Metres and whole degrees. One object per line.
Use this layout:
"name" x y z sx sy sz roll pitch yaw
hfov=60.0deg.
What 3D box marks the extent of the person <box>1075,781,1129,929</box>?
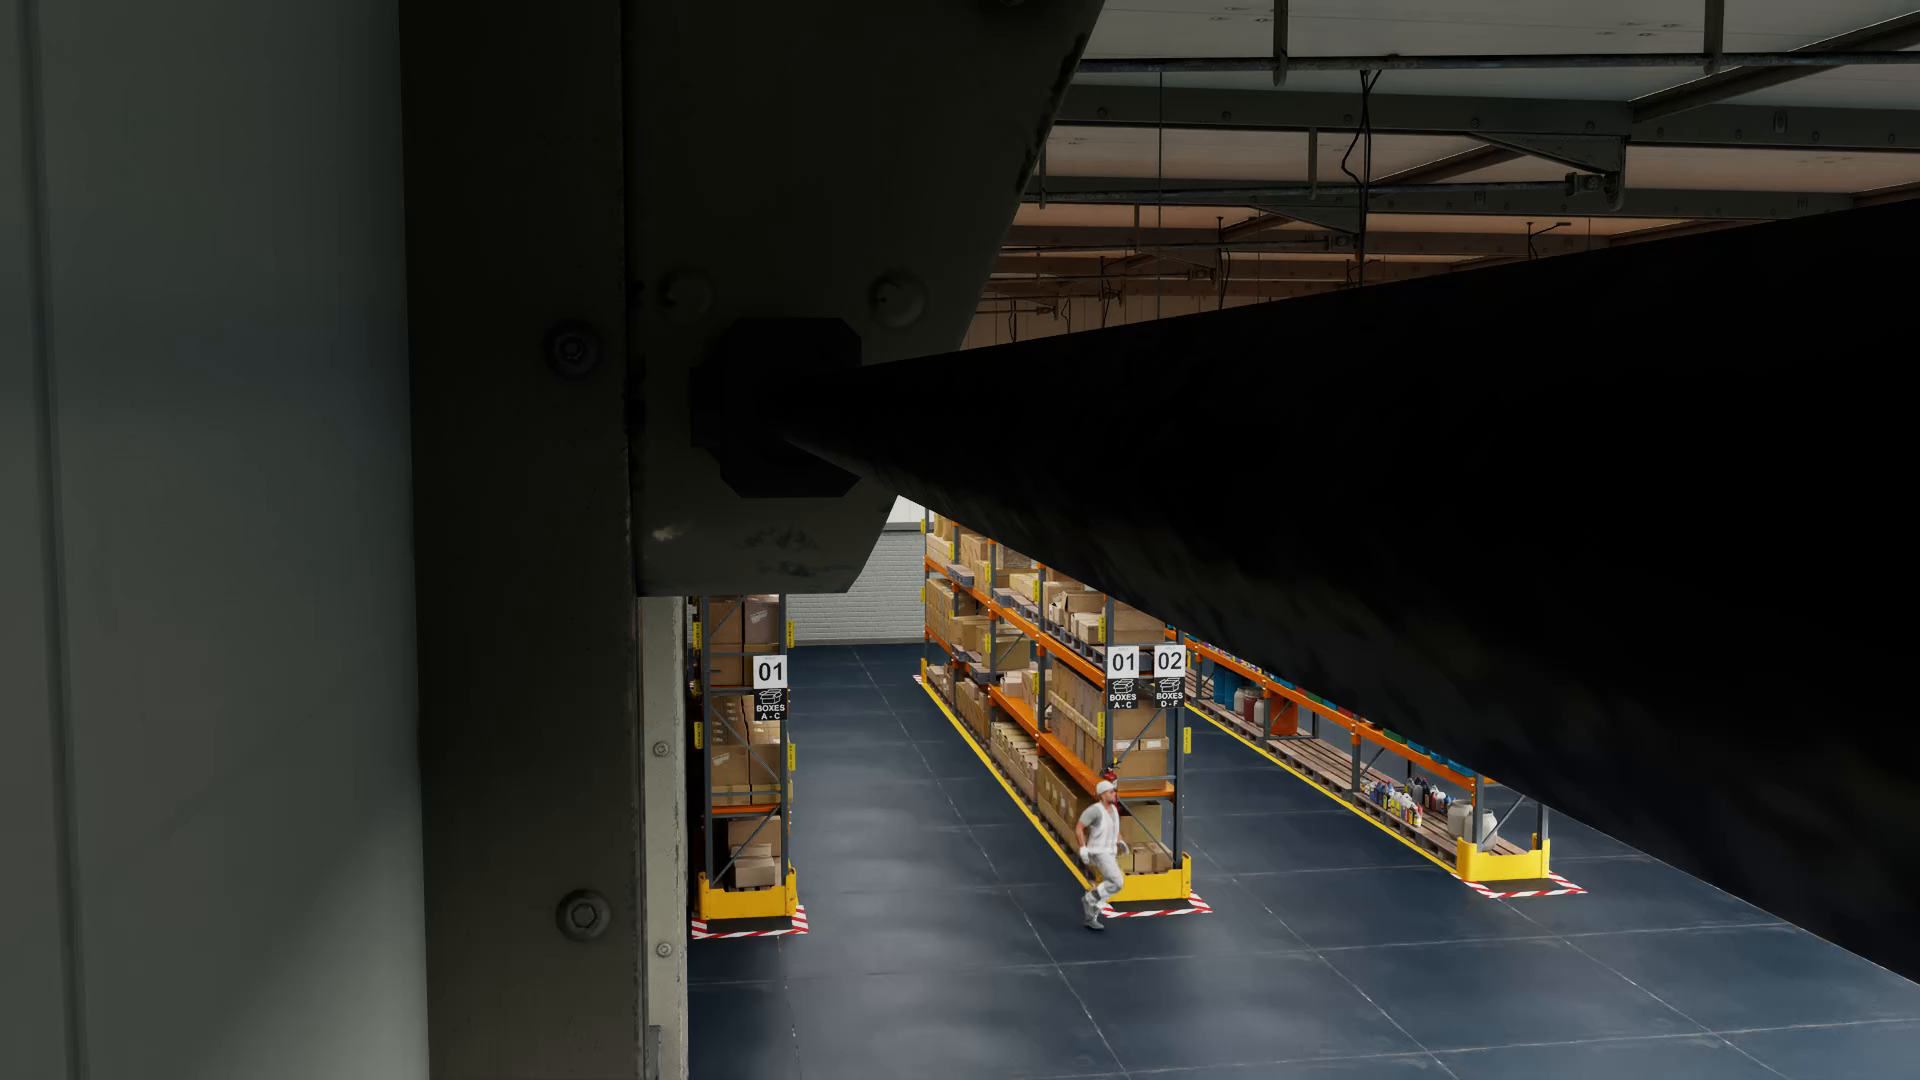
"person" 1.756 3.734 19.768 0.560 1.712 0.713 4 6 36
